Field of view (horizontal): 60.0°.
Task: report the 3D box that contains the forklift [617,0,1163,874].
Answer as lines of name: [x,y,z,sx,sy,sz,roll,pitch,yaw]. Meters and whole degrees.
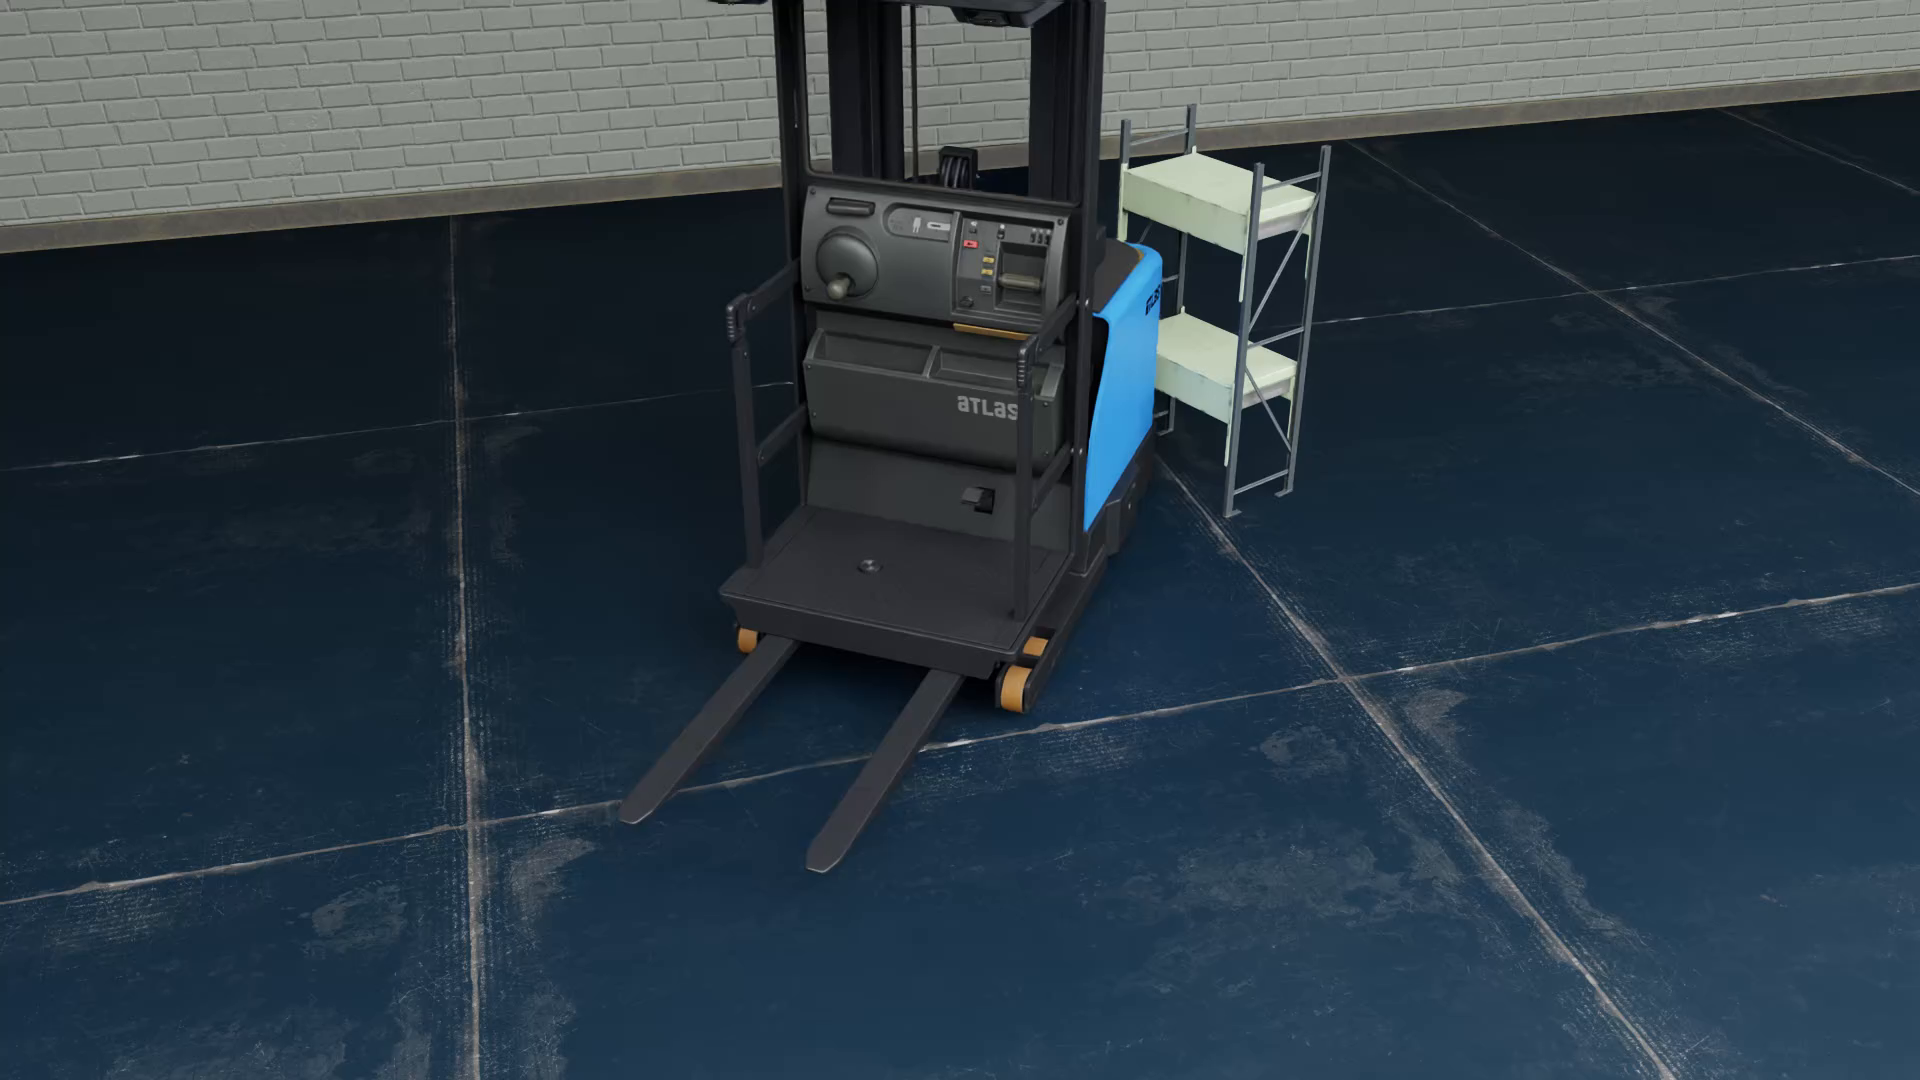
forklift: [-0.168,-0.906,5.390,1.130,2.935,3.031,11,32,18]

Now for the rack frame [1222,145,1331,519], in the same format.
rack frame: [1.255,-0.801,6.637,0.400,1.500,0.023,-21,36,-32]

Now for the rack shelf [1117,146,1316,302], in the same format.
rack shelf: [1.034,-1.285,6.693,0.431,0.370,0.720,-21,36,-32]

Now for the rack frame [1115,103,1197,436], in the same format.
rack frame: [0.812,-1.093,7.141,0.400,1.500,0.023,-21,36,-32]

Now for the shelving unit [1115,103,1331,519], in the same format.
shelving unit: [1.034,-0.947,6.889,0.431,1.500,0.755,-21,36,-32]

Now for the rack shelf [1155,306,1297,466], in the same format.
rack shelf: [1.034,-0.665,7.052,0.431,0.370,0.720,-21,36,-32]
